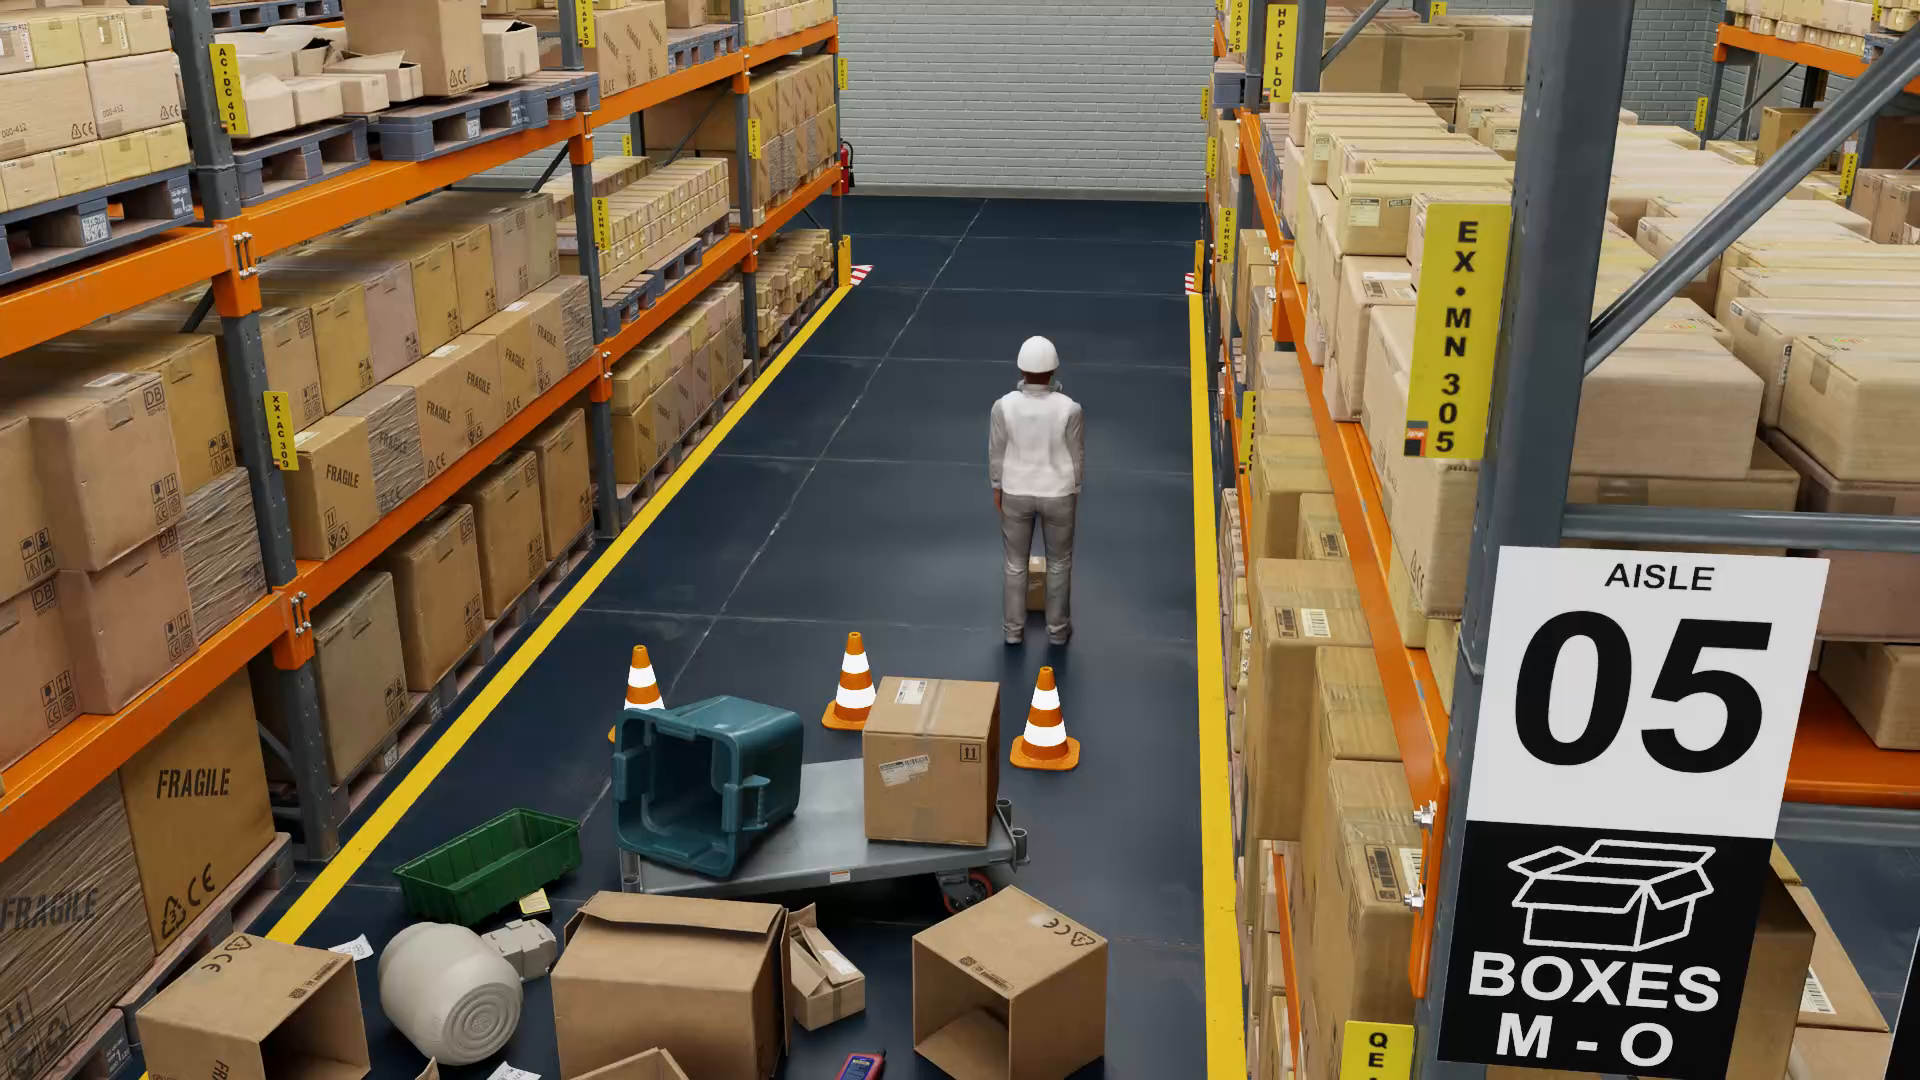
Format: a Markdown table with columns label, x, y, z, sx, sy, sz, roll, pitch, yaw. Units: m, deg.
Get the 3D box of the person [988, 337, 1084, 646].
| label | x | y | z | sx | sy | sz | roll | pitch | yaw |
| --- | --- | --- | --- | --- | --- | --- | --- | --- | --- |
| person | 0.423 | -0.263 | 9.271 | 0.532 | 1.791 | 0.359 | 3 | 21 | 8 |
